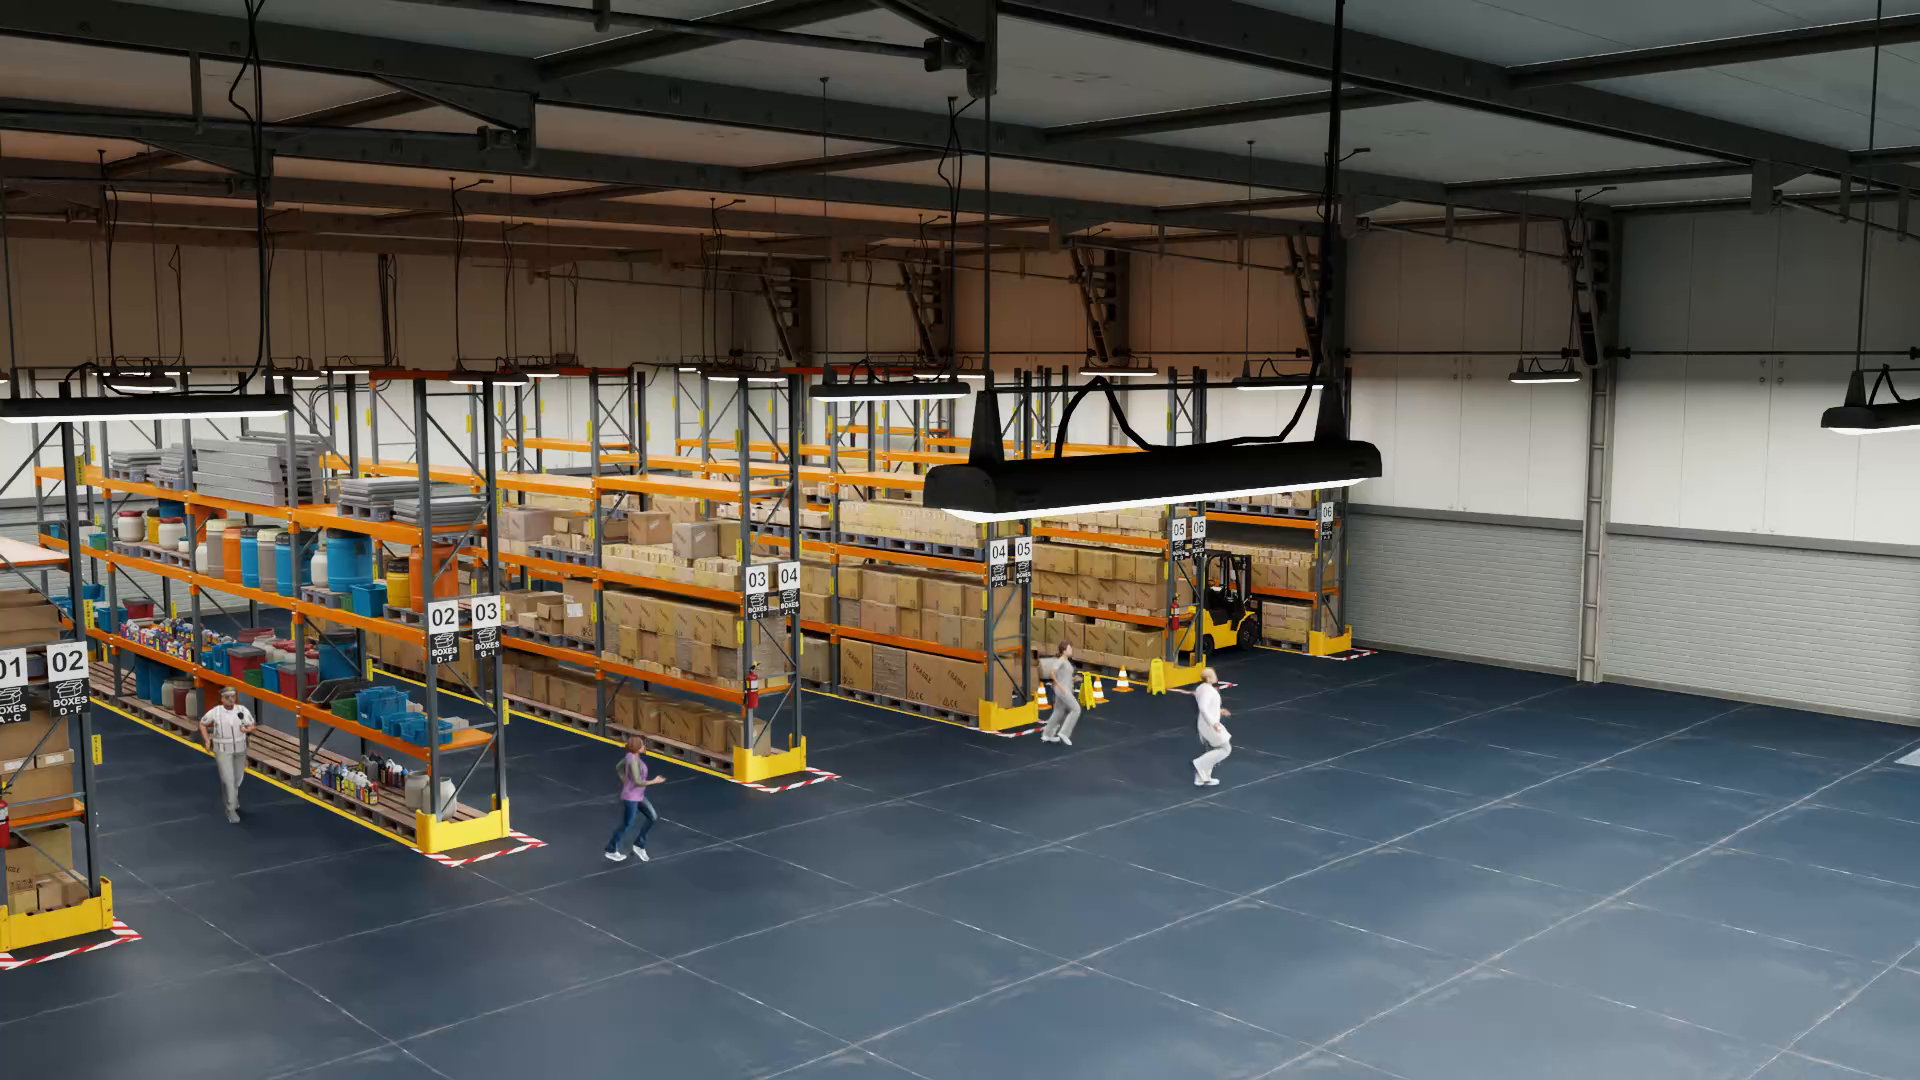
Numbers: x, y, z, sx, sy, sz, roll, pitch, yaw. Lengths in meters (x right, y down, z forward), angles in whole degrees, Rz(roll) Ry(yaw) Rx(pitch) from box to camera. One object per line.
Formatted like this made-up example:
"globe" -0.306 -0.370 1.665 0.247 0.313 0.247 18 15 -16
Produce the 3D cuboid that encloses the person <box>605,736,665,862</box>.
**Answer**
"person" -4.027 3.218 20.598 0.760 1.620 0.503 -1 6 -5

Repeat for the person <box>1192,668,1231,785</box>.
"person" 3.686 2.732 24.318 0.624 1.732 0.715 -1 7 -8

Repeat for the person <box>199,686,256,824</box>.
"person" -9.950 2.885 22.687 0.649 1.823 0.885 -6 9 -41

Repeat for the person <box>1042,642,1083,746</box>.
"person" 1.652 2.484 26.849 0.661 1.692 0.553 1 6 5
